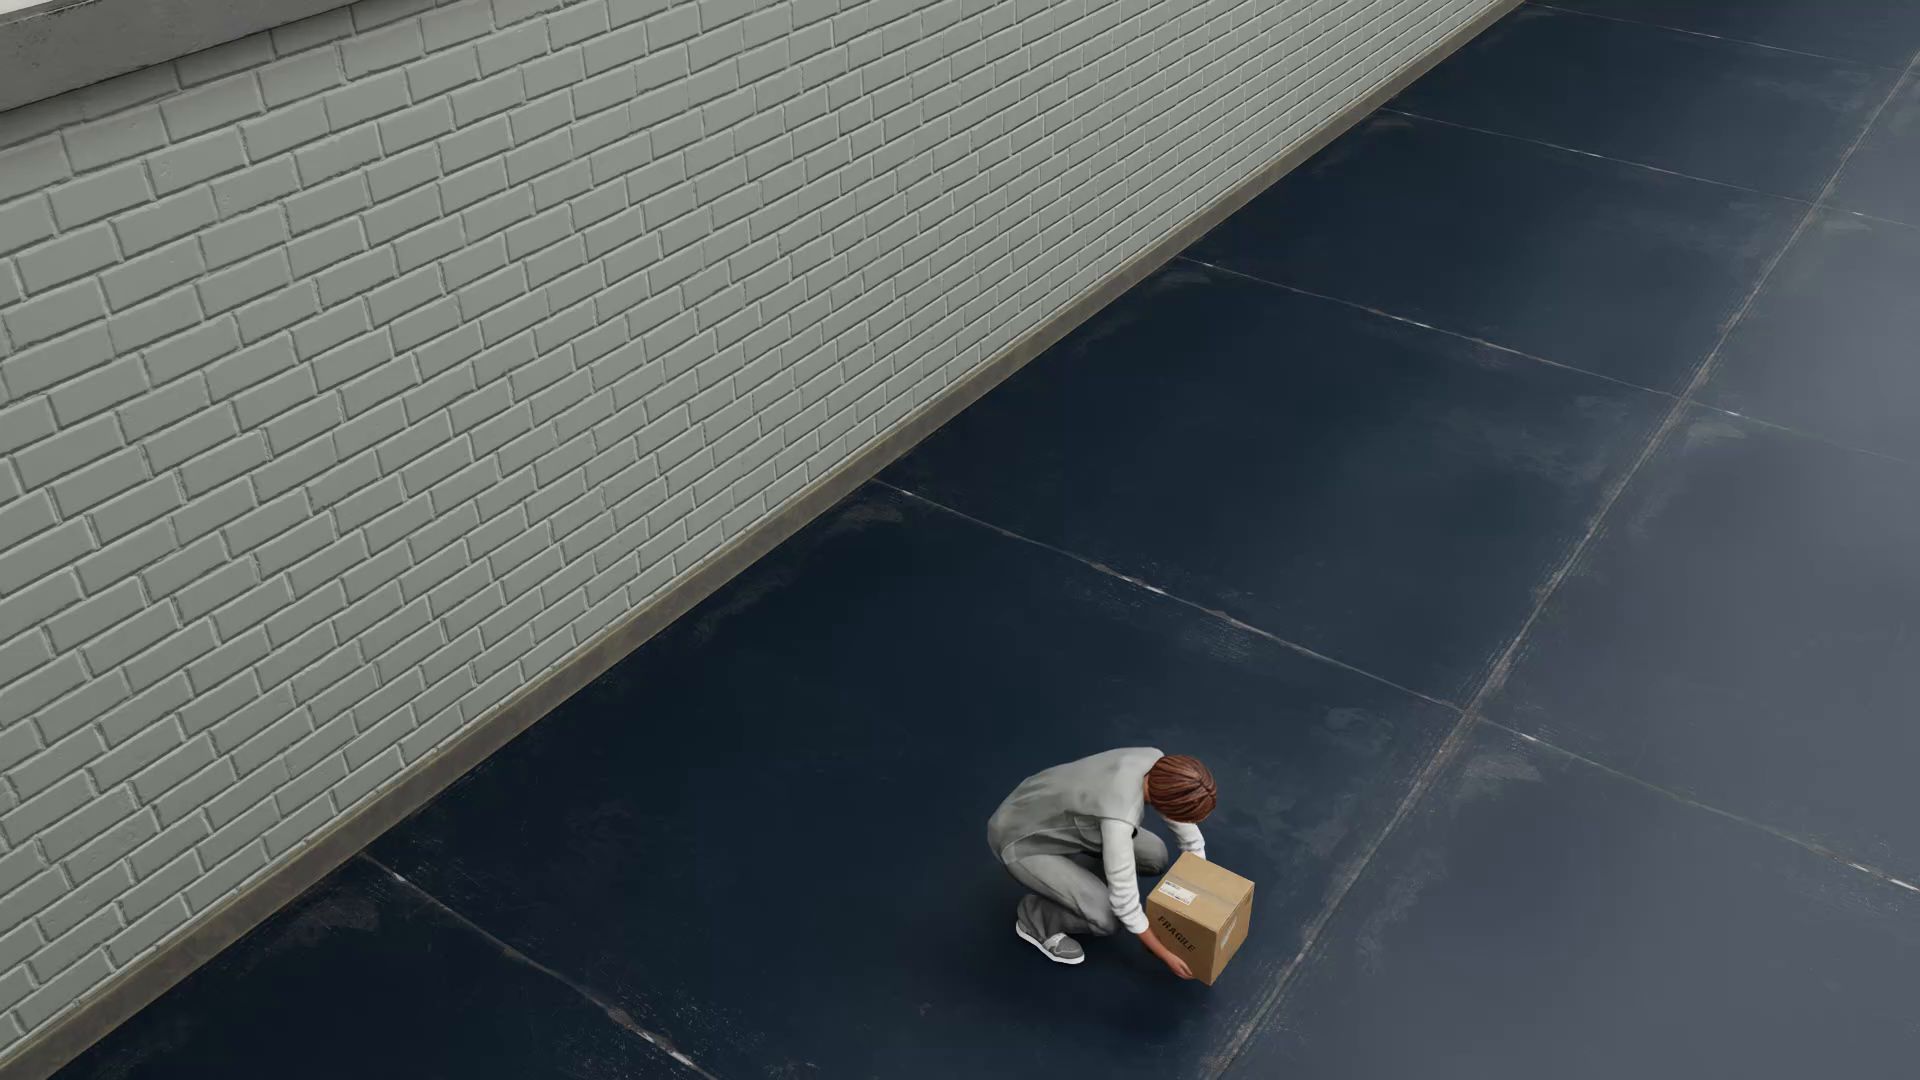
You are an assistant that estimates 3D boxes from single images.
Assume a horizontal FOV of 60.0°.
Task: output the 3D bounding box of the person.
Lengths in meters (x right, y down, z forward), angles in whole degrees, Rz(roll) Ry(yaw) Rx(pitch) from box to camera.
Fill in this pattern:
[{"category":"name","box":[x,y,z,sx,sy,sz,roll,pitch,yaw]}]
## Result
[{"category":"person","box":[0.480,0.991,5.375,0.811,0.875,0.461,22,41,28]}]
